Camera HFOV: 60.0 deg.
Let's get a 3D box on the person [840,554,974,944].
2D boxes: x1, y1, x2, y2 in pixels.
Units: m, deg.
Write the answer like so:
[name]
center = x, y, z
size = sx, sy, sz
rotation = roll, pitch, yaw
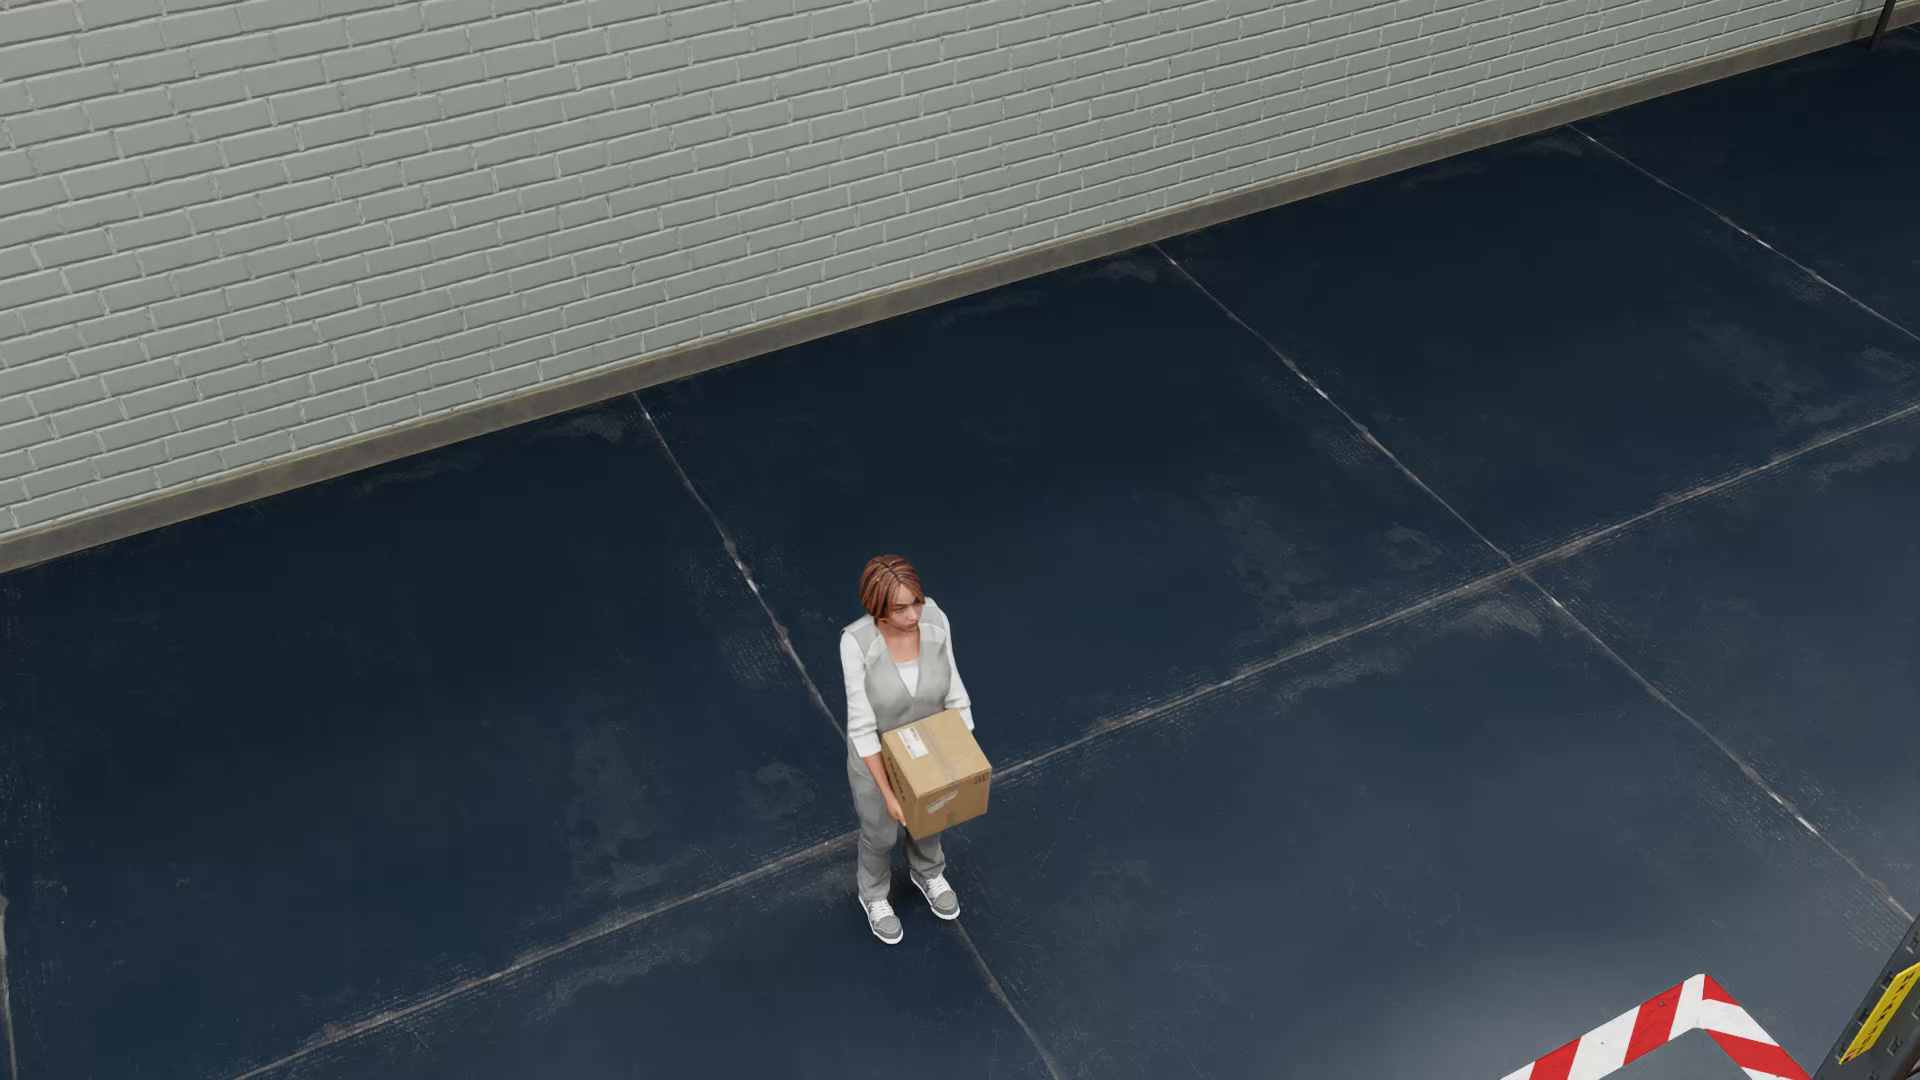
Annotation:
[person]
center = -0.155, 0.739, 5.346
size = 0.405, 1.594, 0.489
rotation = -18, 45, -19
